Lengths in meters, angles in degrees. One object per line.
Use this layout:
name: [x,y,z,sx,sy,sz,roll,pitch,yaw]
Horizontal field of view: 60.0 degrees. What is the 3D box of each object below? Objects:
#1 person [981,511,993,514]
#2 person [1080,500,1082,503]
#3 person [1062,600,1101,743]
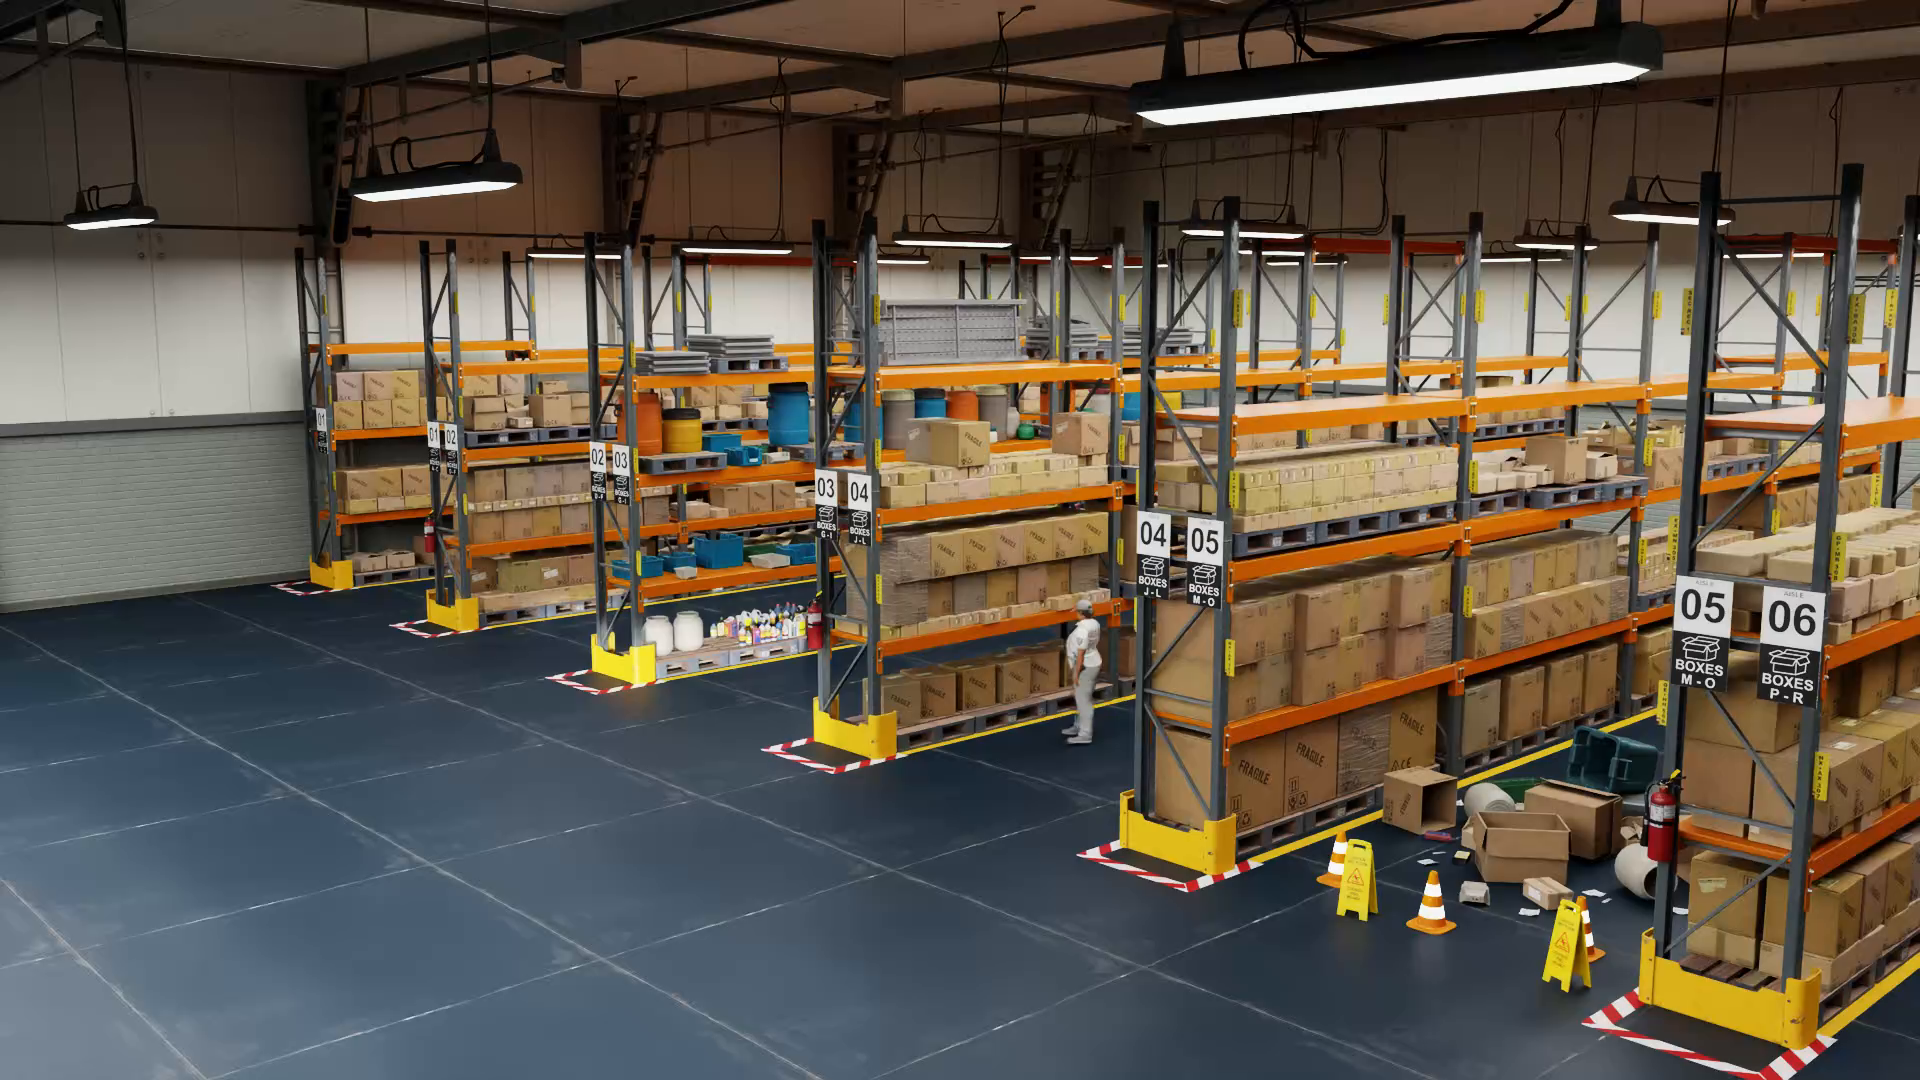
person: [0.423,0.368,25.595,0.366,1.677,0.510,2,9,16]
person: [2.590,-0.469,33.071,0.520,1.586,0.952,7,11,41]
person: [1.409,1.511,19.397,0.463,1.660,0.541,1,8,8]
